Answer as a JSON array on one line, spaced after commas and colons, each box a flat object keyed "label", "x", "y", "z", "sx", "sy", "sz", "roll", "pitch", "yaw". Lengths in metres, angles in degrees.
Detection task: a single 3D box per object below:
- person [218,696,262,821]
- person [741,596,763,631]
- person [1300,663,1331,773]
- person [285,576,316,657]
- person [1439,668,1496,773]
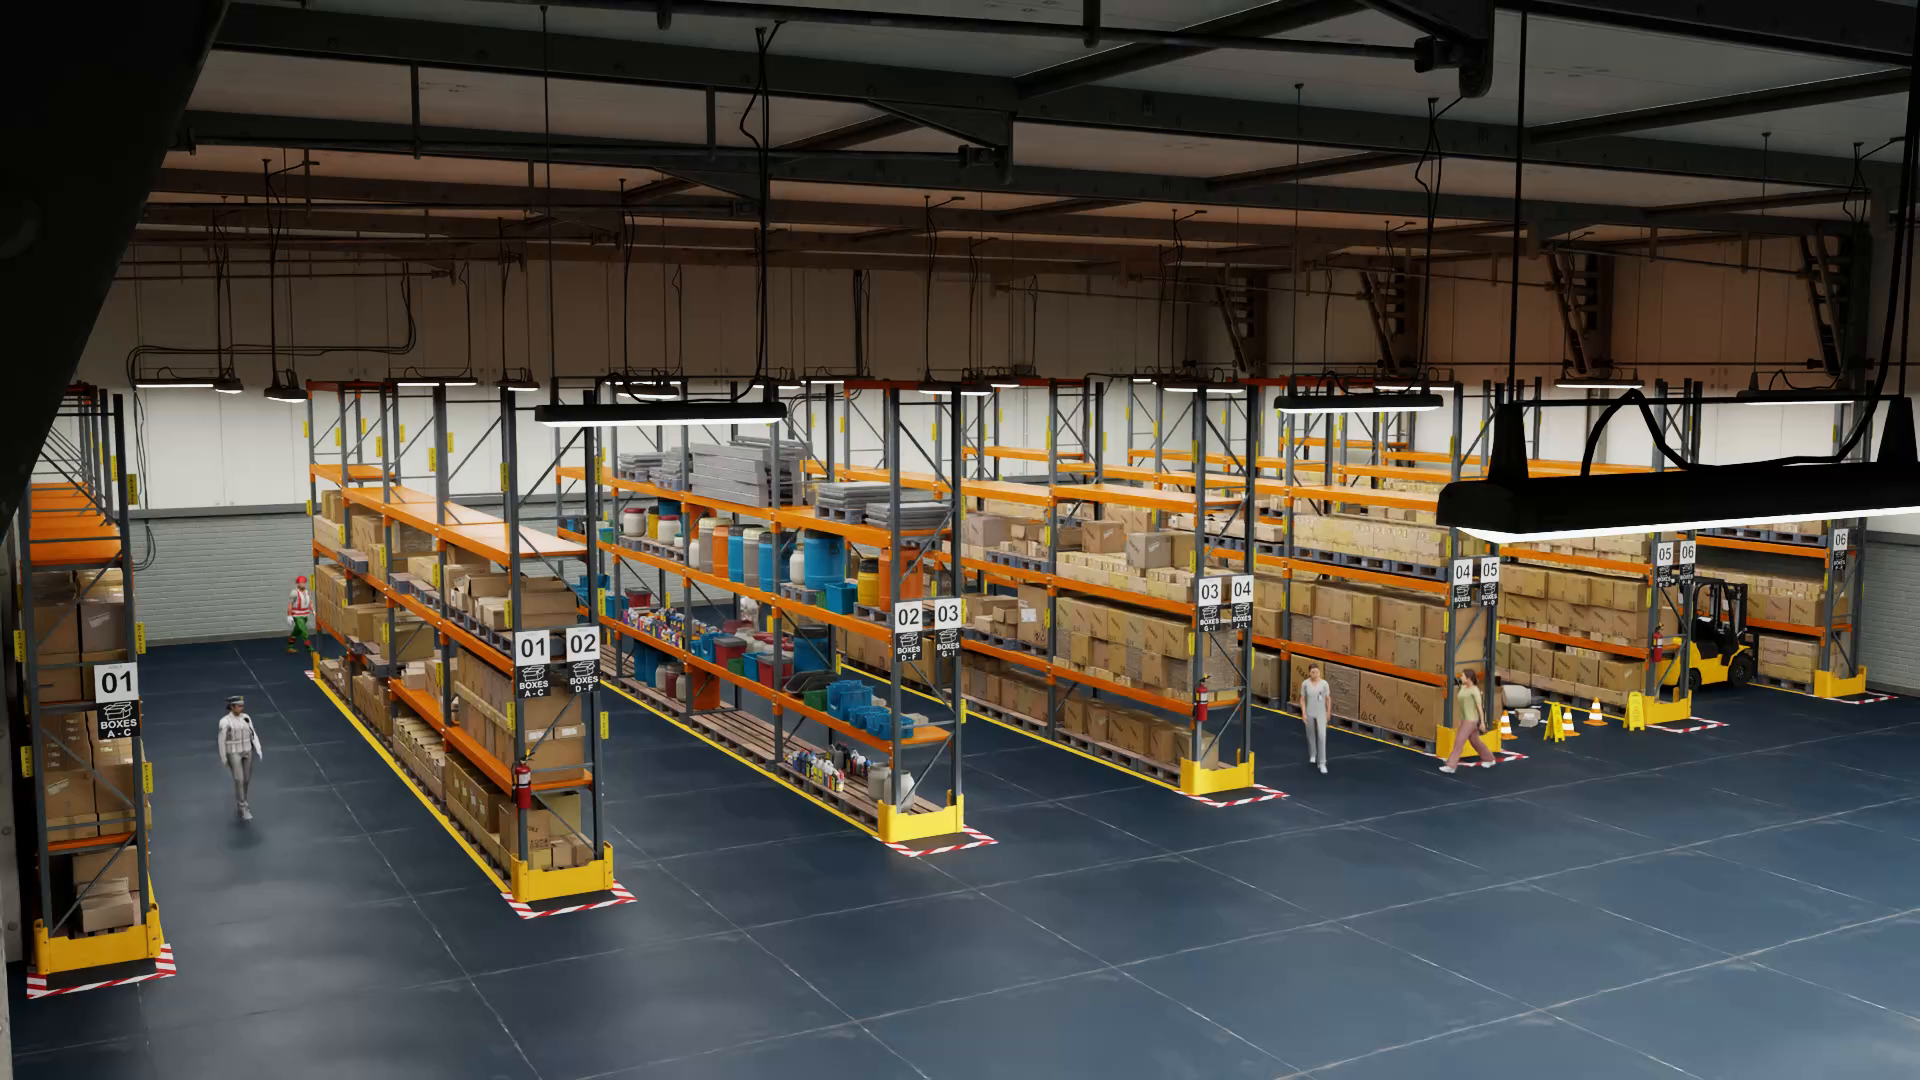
[{"label": "person", "x": -10.032, "y": 3.035, "z": 23.333, "sx": 0.689, "sy": 1.683, "sz": 0.507, "roll": 4, "pitch": 7, "yaw": 35}, {"label": "person", "x": -4.503, "y": 1.729, "z": 35.819, "sx": 0.583, "sy": 1.607, "sz": 0.741, "roll": -2, "pitch": 6, "yaw": -20}, {"label": "person", "x": 5.555, "y": 2.732, "z": 25.989, "sx": 0.486, "sy": 1.631, "sz": 0.894, "roll": 2, "pitch": 6, "yaw": 18}, {"label": "person", "x": -14.177, "y": 1.629, "z": 35.853, "sx": 1.106, "sy": 1.718, "sz": 0.569, "roll": 2, "pitch": 6, "yaw": 20}, {"label": "person", "x": 7.879, "y": 2.765, "z": 25.745, "sx": 1.036, "sy": 1.573, "sz": 0.544, "roll": -1, "pitch": 6, "yaw": -10}]
